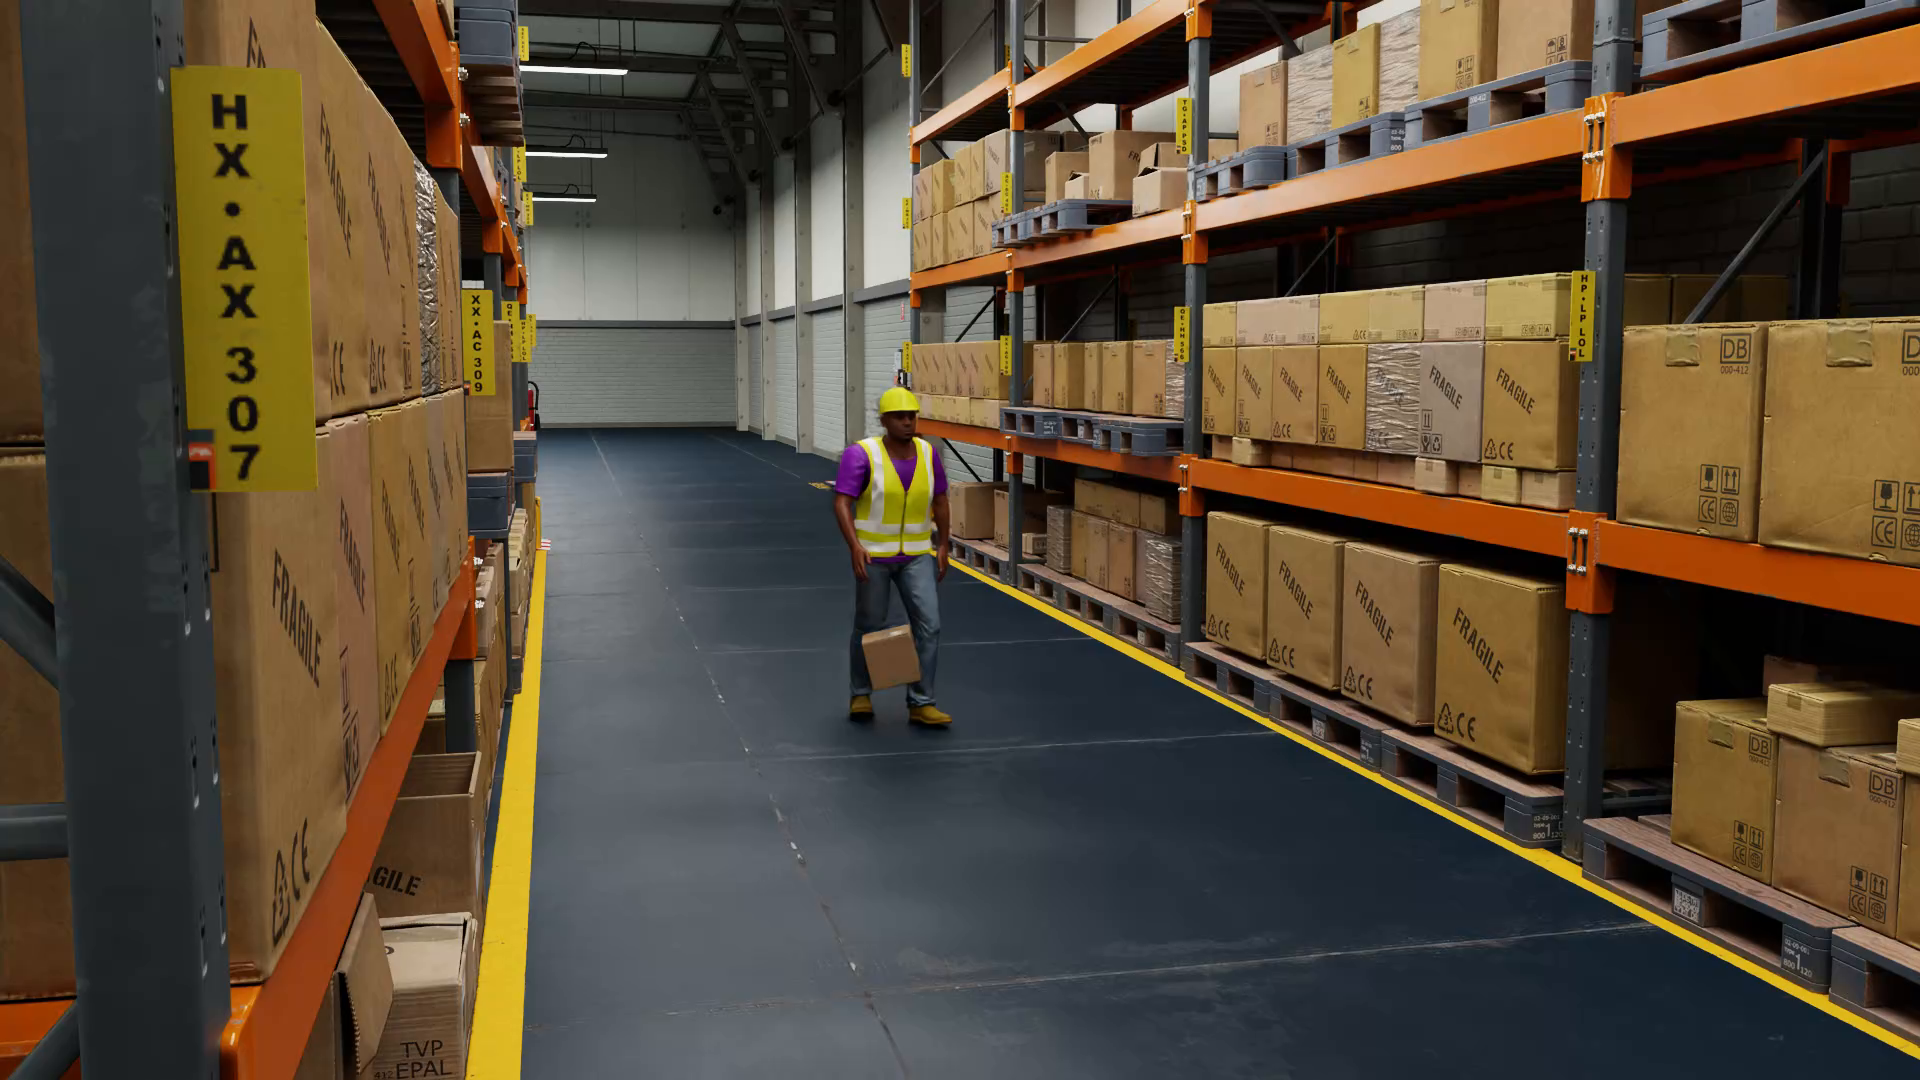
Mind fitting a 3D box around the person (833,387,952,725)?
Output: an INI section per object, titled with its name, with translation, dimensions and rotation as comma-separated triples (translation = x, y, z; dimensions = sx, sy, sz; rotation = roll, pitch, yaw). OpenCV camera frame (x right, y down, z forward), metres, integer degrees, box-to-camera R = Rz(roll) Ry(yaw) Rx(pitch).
[person]
translation = -0.349, 0.079, 8.655
dimensions = 0.670, 1.747, 0.688
rotation = -2, 7, -22
